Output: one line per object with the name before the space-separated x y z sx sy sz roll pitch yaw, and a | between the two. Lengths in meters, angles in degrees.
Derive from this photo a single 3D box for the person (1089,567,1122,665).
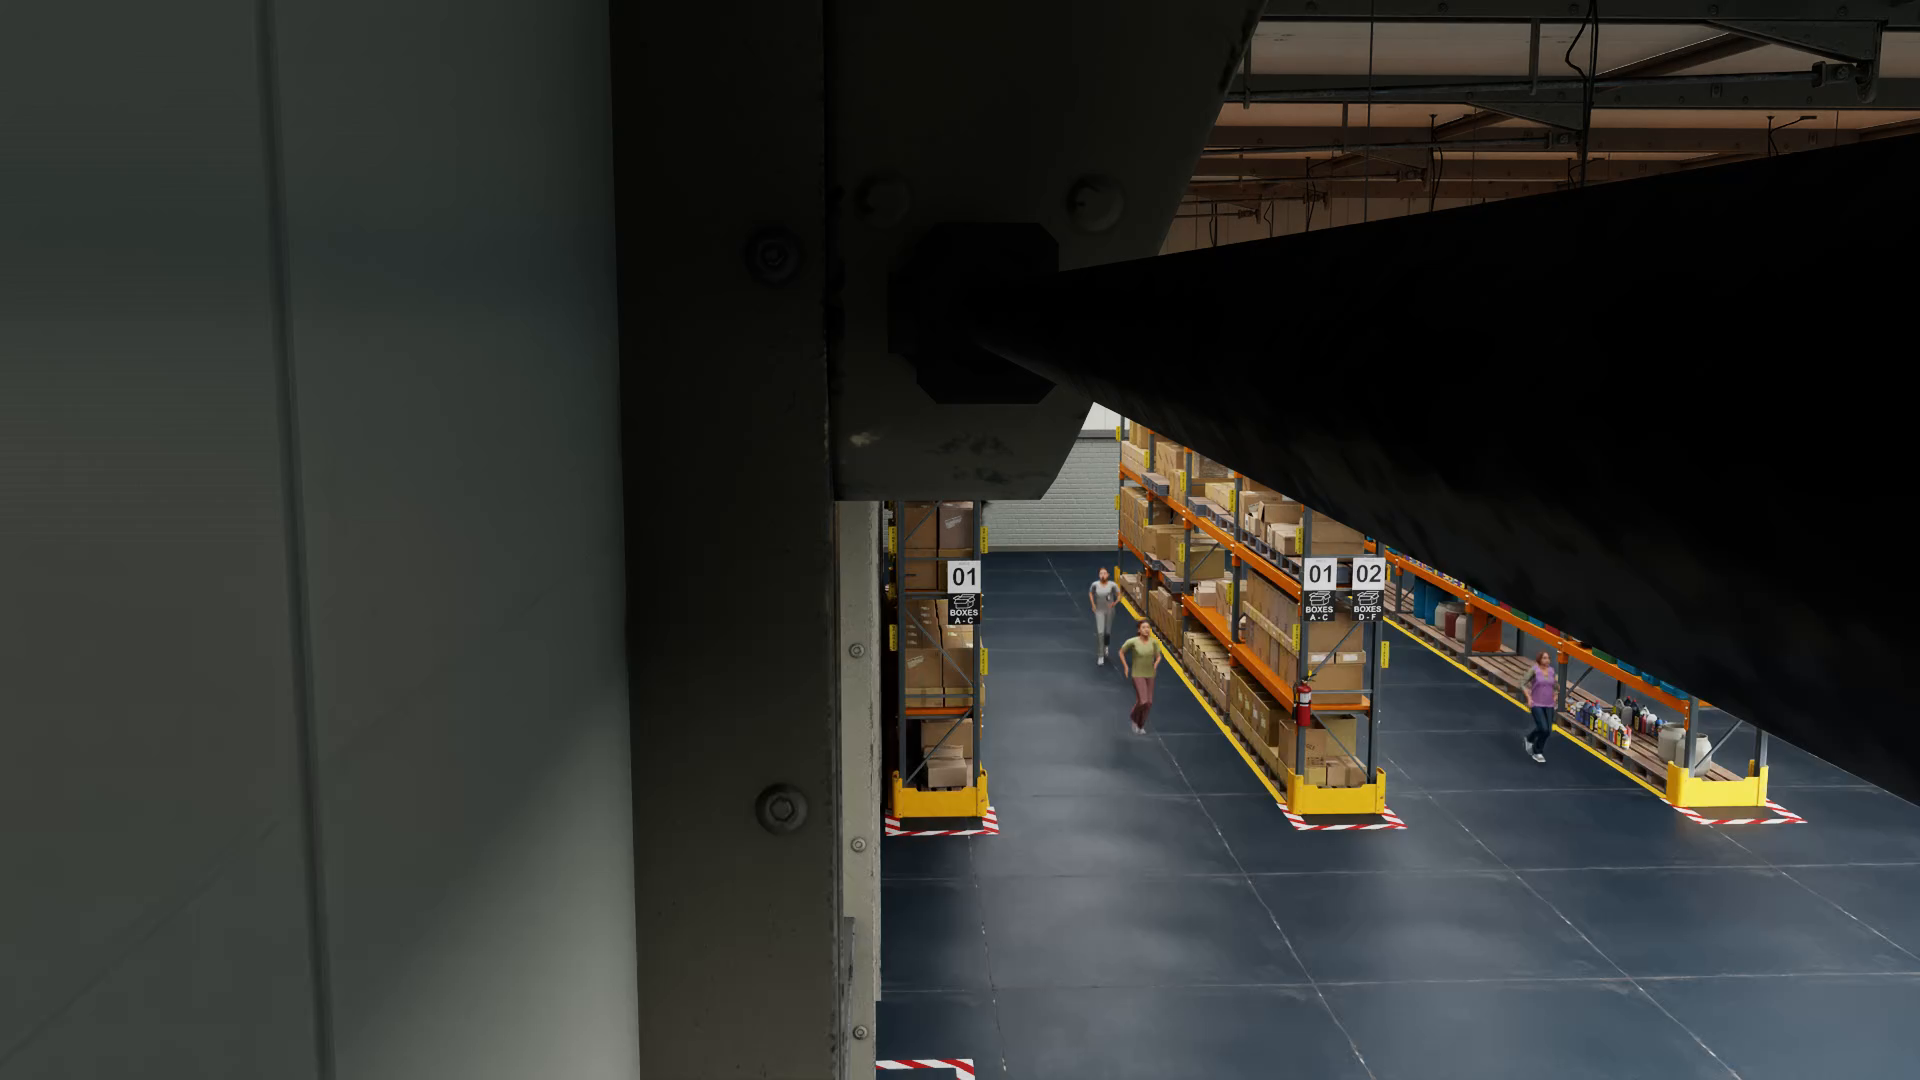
person | 2.564 1.306 29.313 0.582 1.715 0.777 1 8 6

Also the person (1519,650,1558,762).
person | 7.991 2.289 22.834 0.503 1.559 0.493 -1 8 -8

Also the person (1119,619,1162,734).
person | 2.554 1.916 23.131 0.566 1.640 0.549 -3 9 -17
